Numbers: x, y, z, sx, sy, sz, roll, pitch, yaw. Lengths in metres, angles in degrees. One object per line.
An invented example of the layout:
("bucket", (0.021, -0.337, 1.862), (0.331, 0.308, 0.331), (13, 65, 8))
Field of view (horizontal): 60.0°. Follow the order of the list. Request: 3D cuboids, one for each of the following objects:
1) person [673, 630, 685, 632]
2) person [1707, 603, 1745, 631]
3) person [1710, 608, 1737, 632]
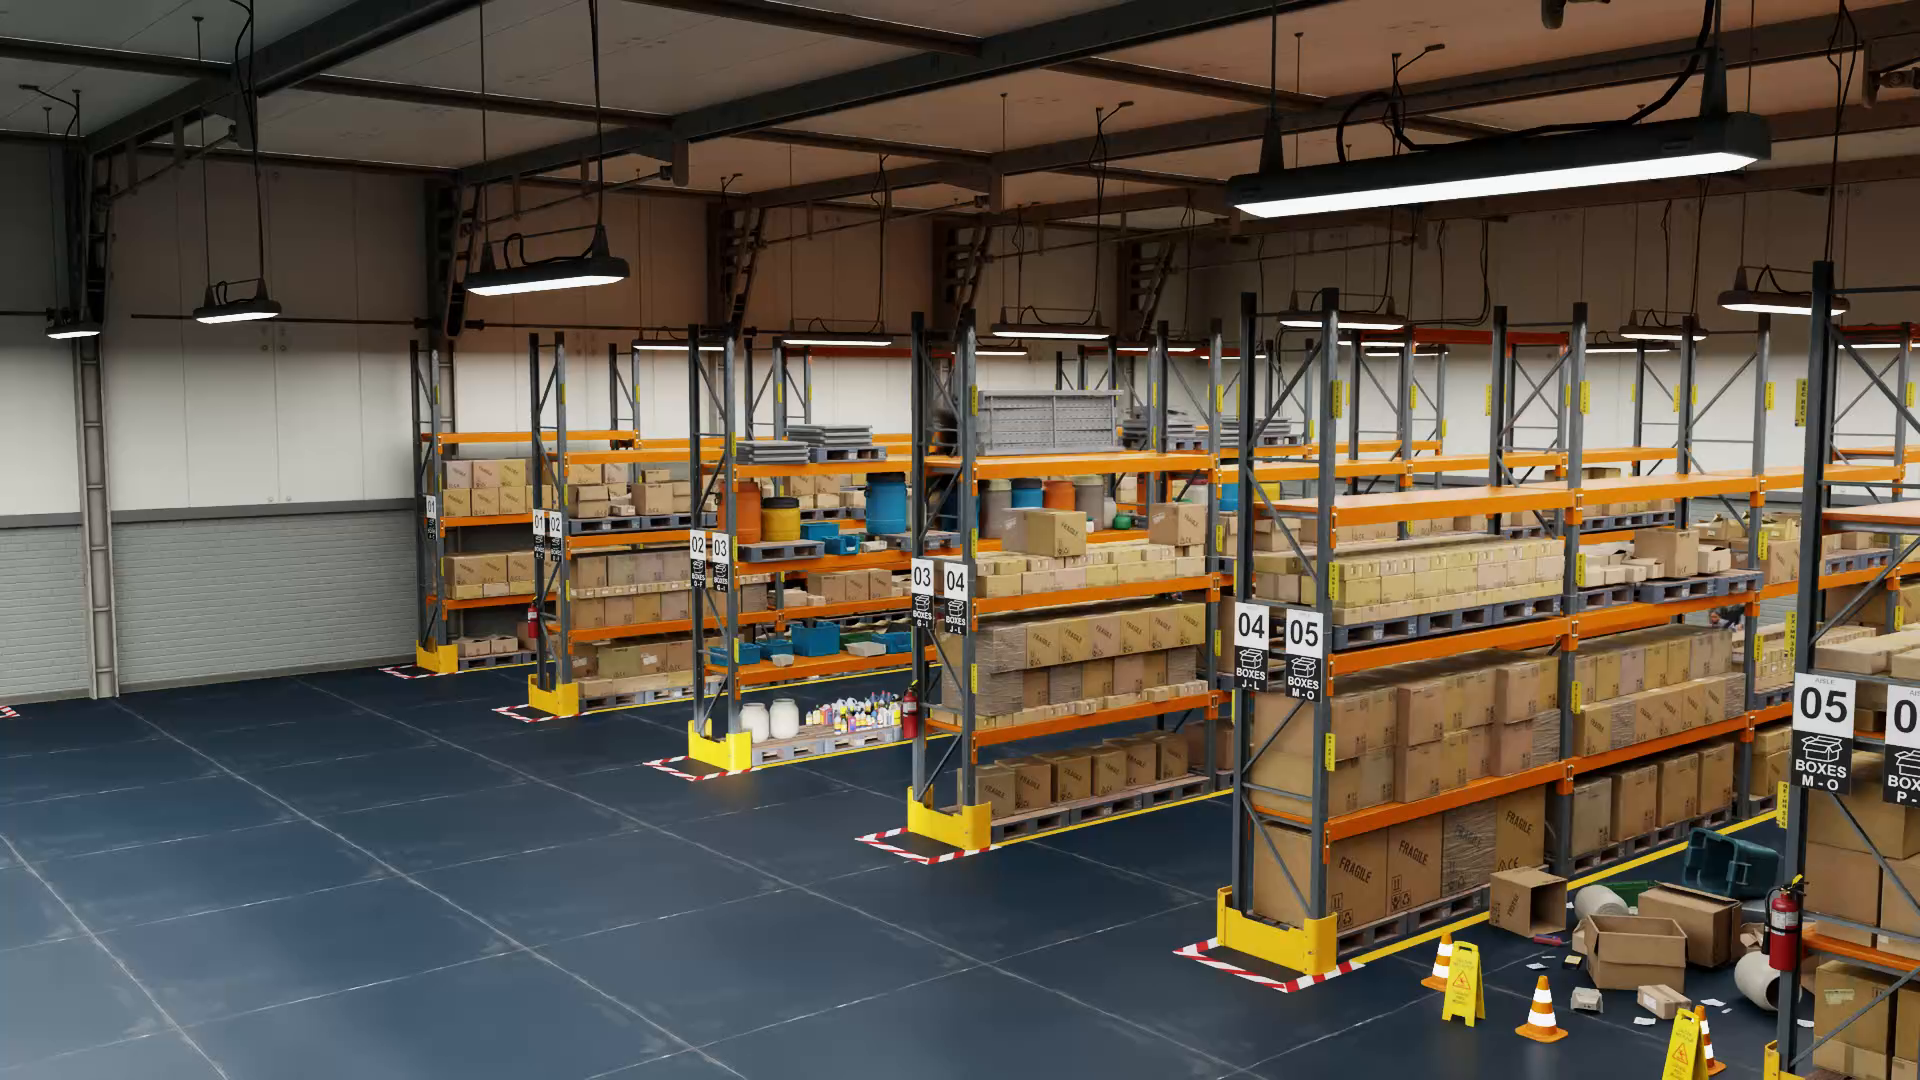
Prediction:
("person", (-5.163, 1.593, 30.348), (0.603, 1.635, 0.772), (0, 5, 3))
("person", (13.646, 1.606, 29.552), (0.698, 1.679, 0.545), (2, 6, 22))
("person", (12.813, 1.855, 27.707), (0.968, 1.502, 0.598), (-3, 6, -26))
